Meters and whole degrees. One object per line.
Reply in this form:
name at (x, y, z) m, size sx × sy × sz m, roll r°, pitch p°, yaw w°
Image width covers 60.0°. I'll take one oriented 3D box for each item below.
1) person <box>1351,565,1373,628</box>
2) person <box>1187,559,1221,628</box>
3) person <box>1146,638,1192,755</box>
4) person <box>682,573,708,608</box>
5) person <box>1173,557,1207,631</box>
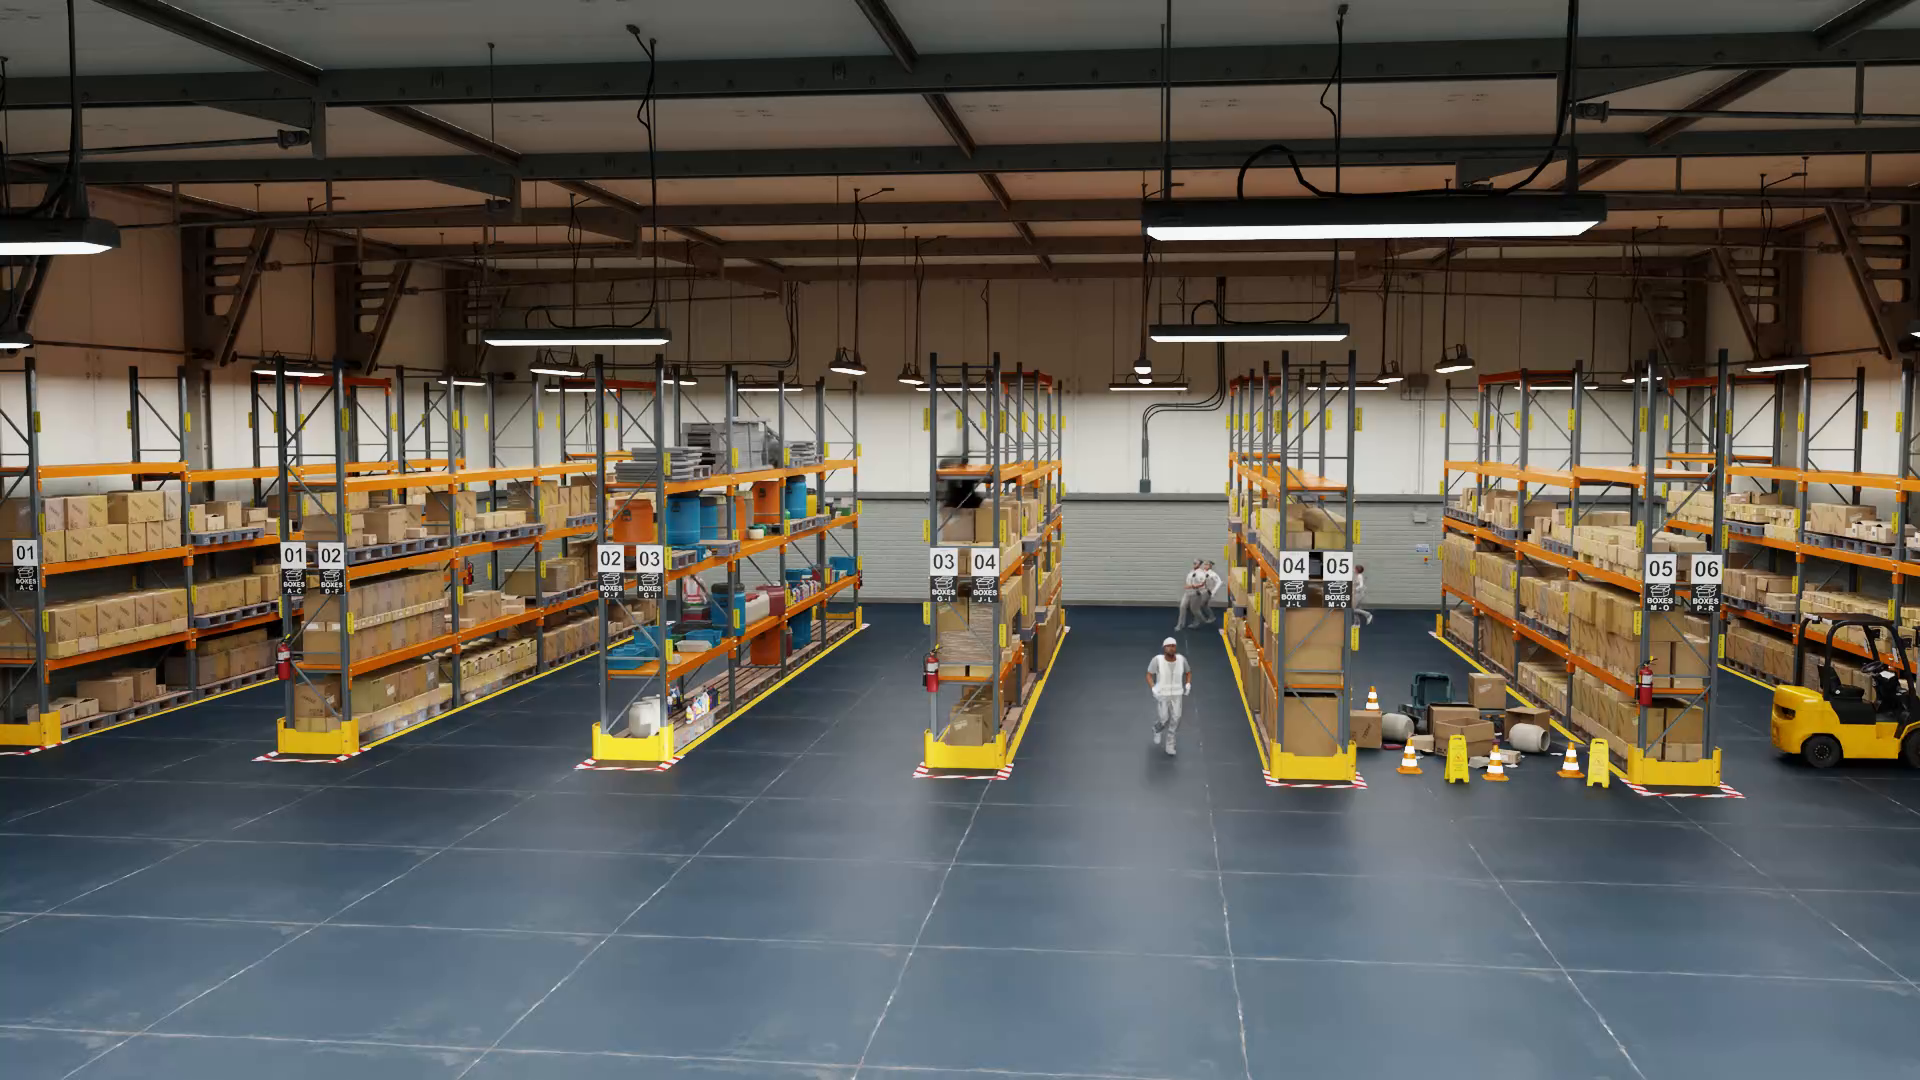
person at (9.714, 1.372, 40.347) m, size 0.602 × 1.556 × 0.529 m, roll 1°, pitch 4°, yaw 13°
person at (5.976, 1.302, 40.438) m, size 0.889 × 1.688 × 0.679 m, roll -2°, pitch 4°, yaw -25°
person at (3.181, 2.346, 25.255) m, size 0.704 × 1.755 × 0.619 m, roll -1°, pitch 4°, yaw -7°
person at (-6.117, 1.444, 37.966) m, size 0.650 × 1.743 × 0.581 m, roll 0°, pitch 4°, yaw -1°
person at (5.604, 1.296, 39.909) m, size 0.912 × 1.773 × 0.687 m, roll -2°, pitch 5°, yaw -27°
